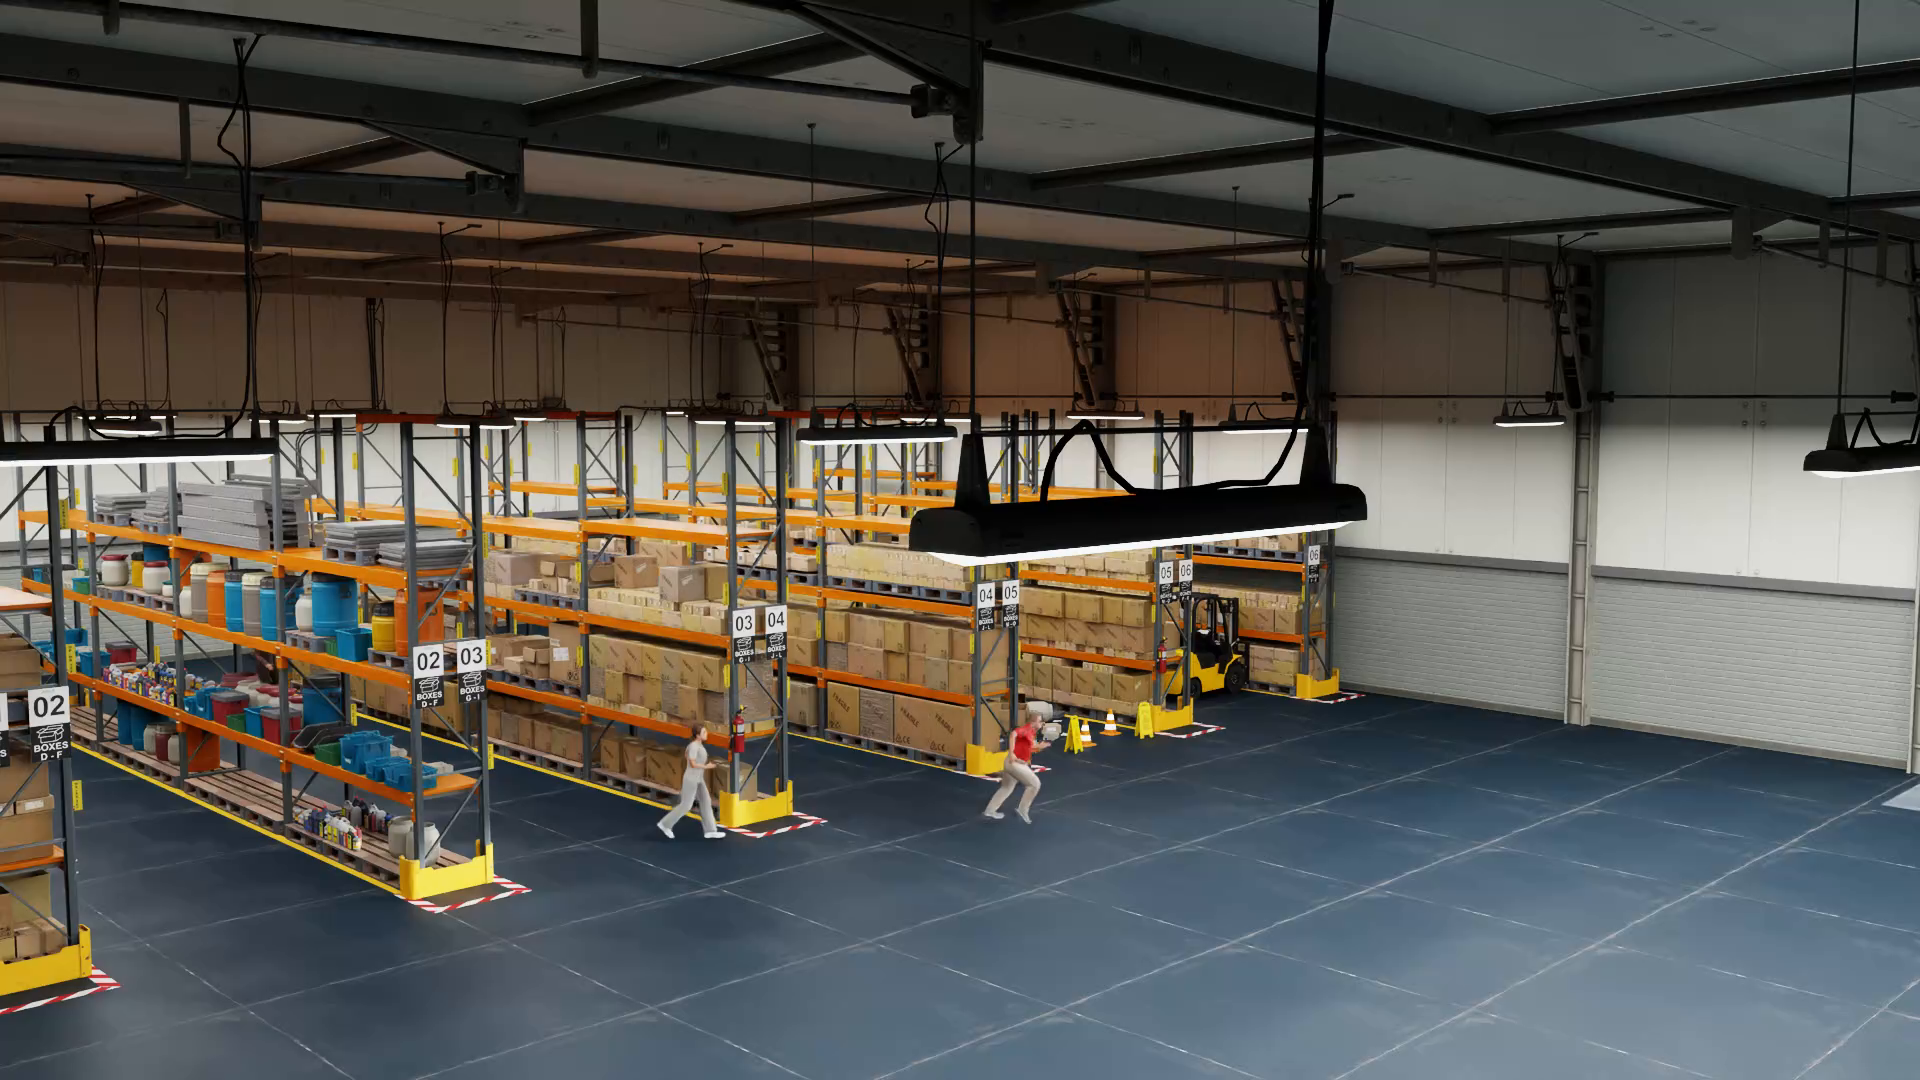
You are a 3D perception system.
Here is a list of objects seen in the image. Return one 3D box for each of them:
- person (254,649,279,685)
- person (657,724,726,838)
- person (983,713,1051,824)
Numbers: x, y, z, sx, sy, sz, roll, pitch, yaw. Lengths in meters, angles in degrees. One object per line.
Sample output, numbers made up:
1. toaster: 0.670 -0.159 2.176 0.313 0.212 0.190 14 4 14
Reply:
1. person: -14.166 2.558 34.008 0.864 1.652 0.733 3 6 32
2. person: -3.820 3.431 23.660 0.962 1.639 0.555 0 5 5
3. person: 0.853 3.389 24.577 1.017 1.677 0.685 0 5 -2
